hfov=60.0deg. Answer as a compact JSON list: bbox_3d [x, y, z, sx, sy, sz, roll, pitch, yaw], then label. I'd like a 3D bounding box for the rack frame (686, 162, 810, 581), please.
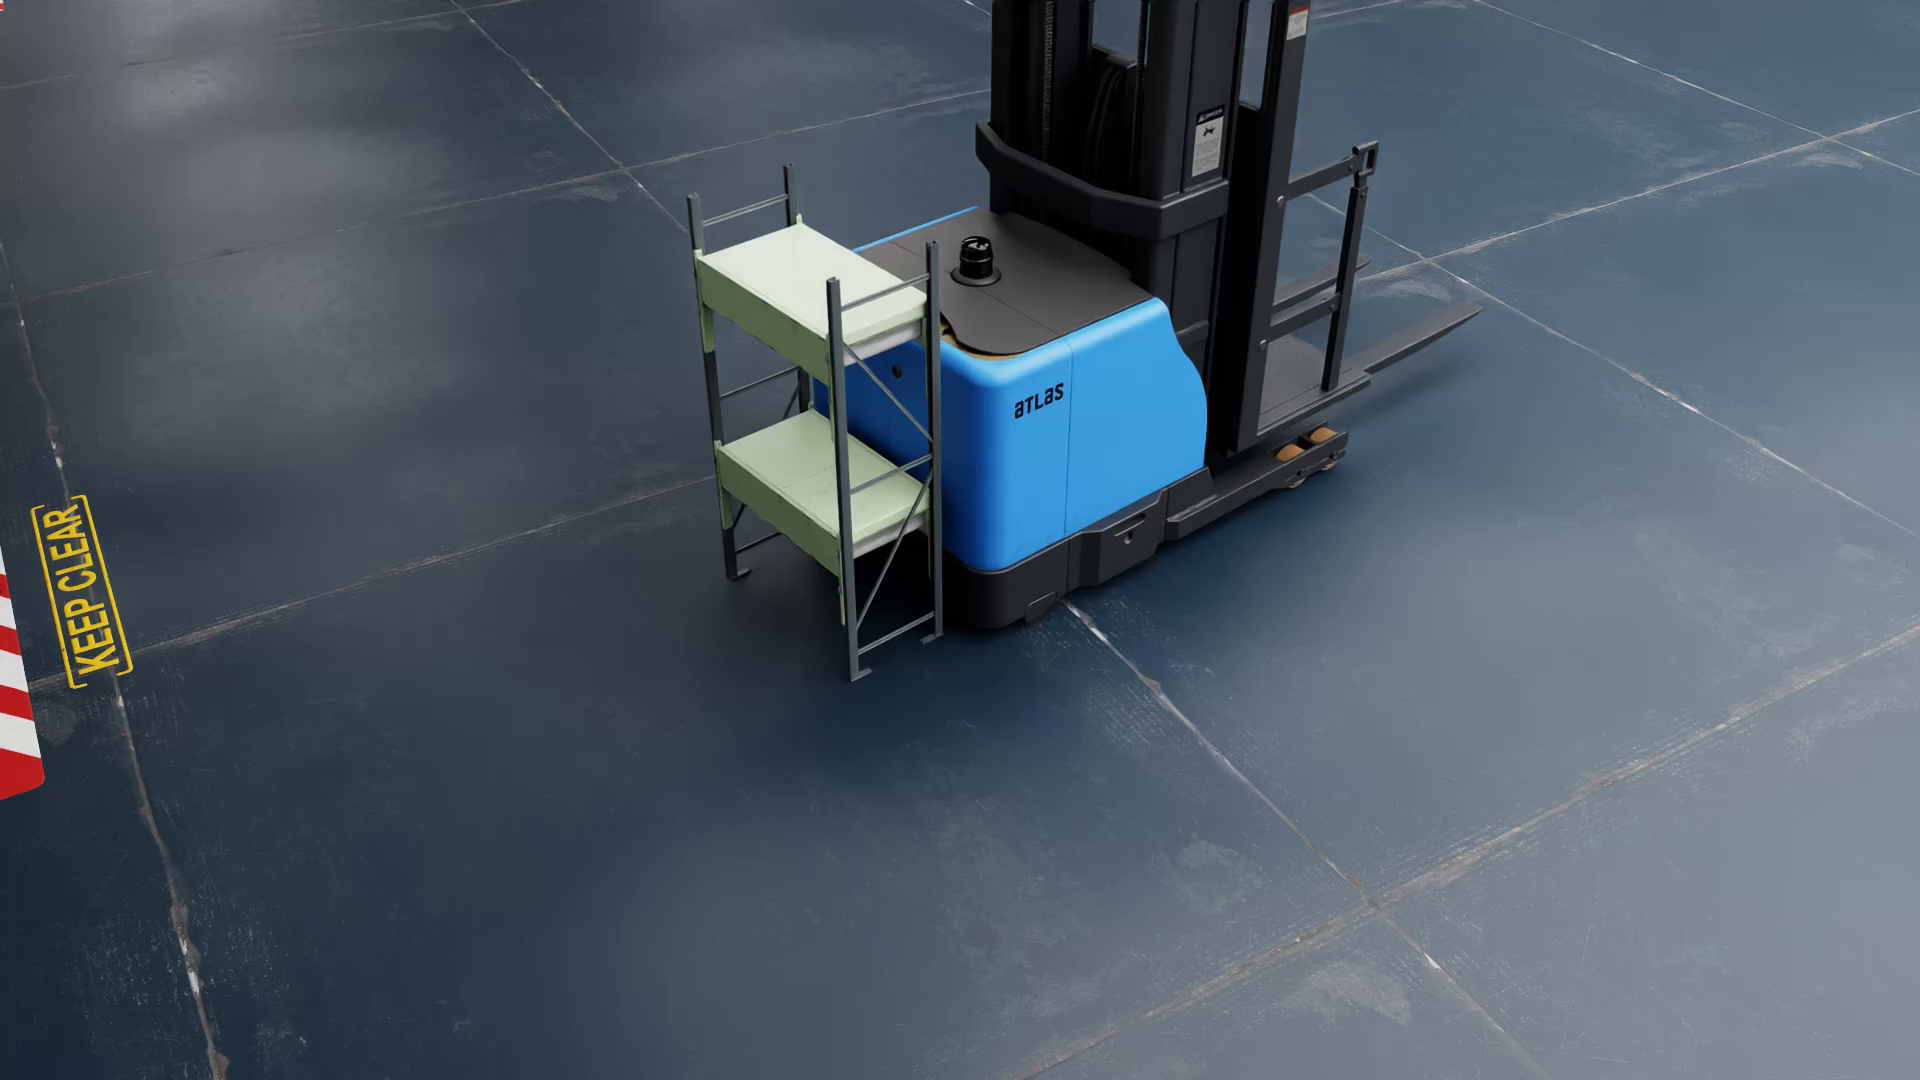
[{"bbox_3d":[-0.690,-0.535,5.711,0.400,1.500,0.023,-26,44,-31],"label":"rack frame"}]

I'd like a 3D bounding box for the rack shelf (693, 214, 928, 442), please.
[{"bbox_3d":[-0.456,-0.685,5.254,0.431,0.370,0.720,-26,44,-31],"label":"rack shelf"}]

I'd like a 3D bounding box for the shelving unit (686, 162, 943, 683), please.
[{"bbox_3d":[-0.455,-0.370,5.484,0.431,1.500,0.755,-26,44,-31],"label":"shelving unit"}]

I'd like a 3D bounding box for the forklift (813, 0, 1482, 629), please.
[{"bbox_3d":[0.911,-1.604,5.960,3.031,2.935,1.130,-26,44,-31],"label":"forklift"}]

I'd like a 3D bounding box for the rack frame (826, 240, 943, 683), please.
[{"bbox_3d":[-0.221,-0.204,5.258,0.400,1.500,0.023,-26,44,-31],"label":"rack frame"}]

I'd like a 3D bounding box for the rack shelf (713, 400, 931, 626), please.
[{"bbox_3d":[-0.455,-0.107,5.677,0.431,0.370,0.720,-26,44,-31],"label":"rack shelf"}]
